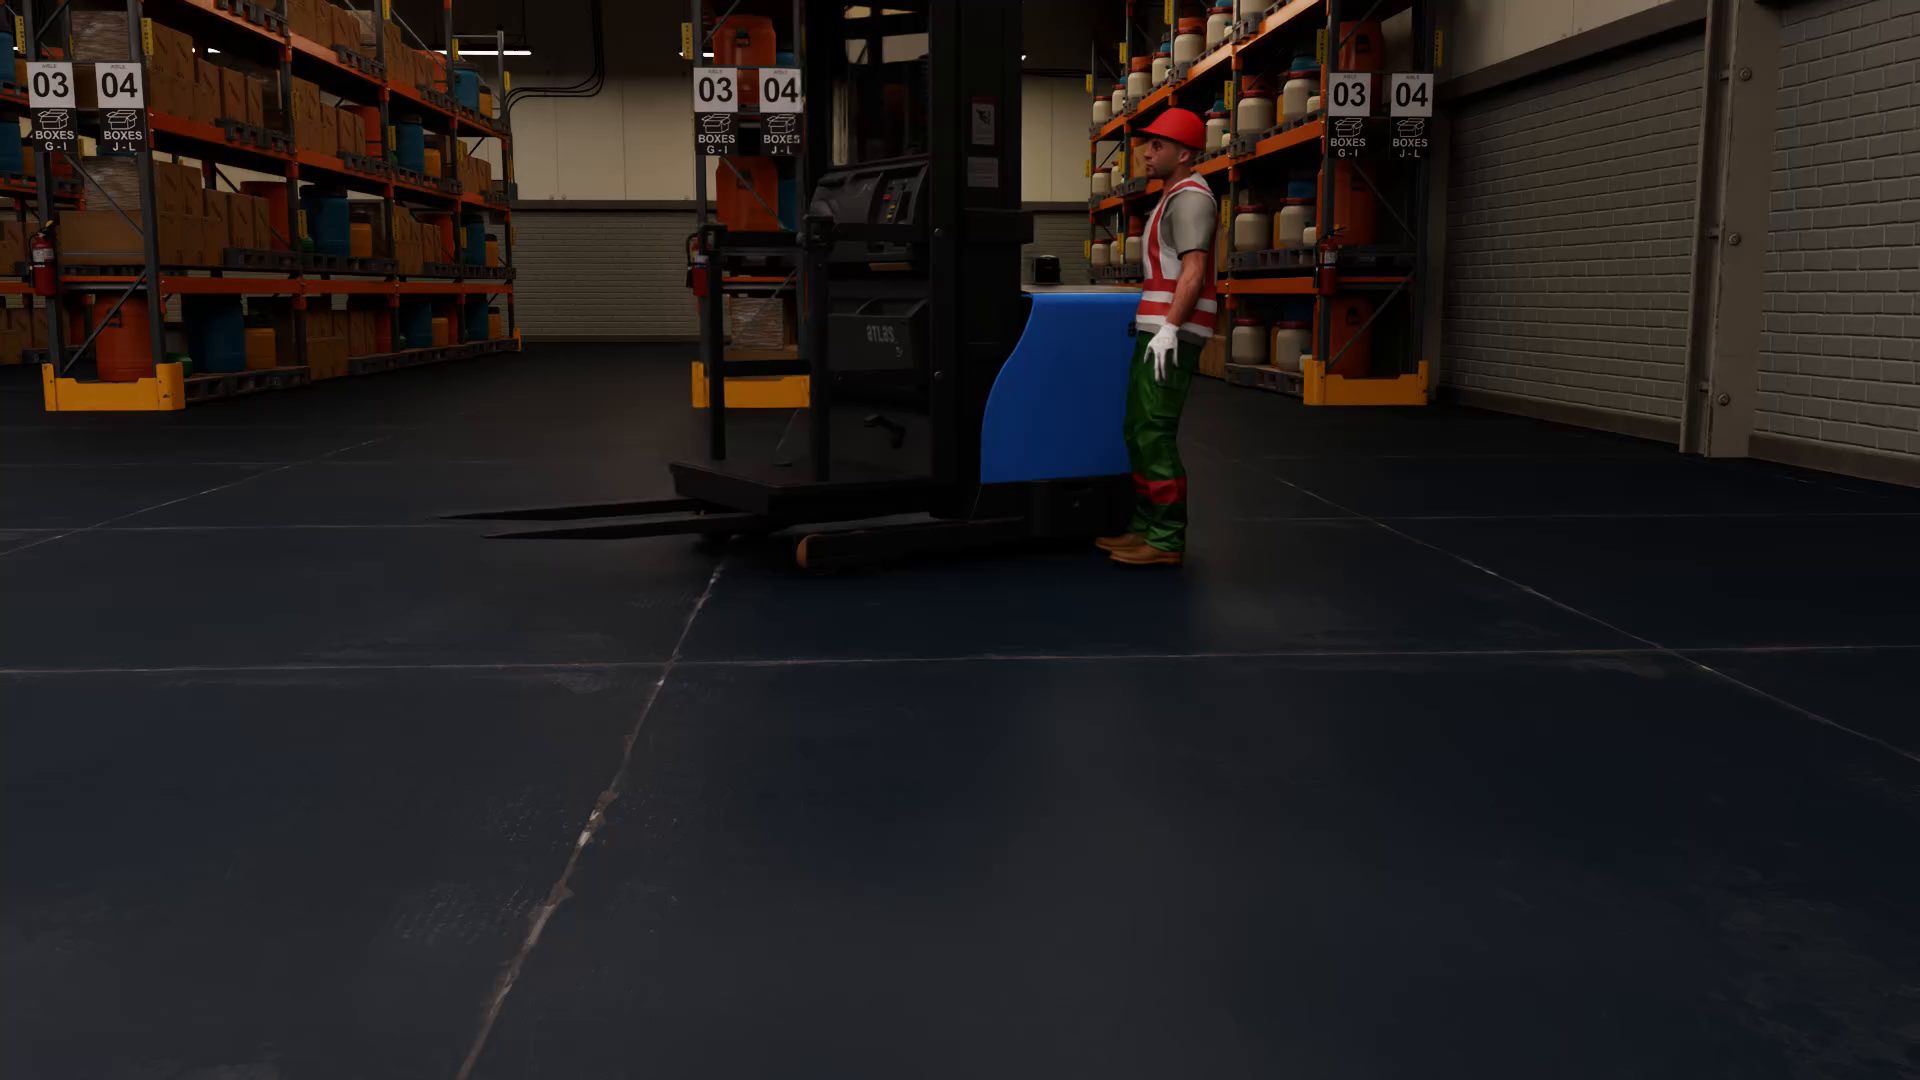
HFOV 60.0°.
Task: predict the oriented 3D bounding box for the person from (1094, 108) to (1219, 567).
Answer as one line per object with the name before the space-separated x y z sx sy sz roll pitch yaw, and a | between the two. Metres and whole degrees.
person | 0.789 -0.800 6.616 0.462 1.789 0.694 0 8 1

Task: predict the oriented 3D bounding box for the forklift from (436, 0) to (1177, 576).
forklift | -0.563 -1.399 6.754 3.031 2.935 1.130 -5 10 -31
